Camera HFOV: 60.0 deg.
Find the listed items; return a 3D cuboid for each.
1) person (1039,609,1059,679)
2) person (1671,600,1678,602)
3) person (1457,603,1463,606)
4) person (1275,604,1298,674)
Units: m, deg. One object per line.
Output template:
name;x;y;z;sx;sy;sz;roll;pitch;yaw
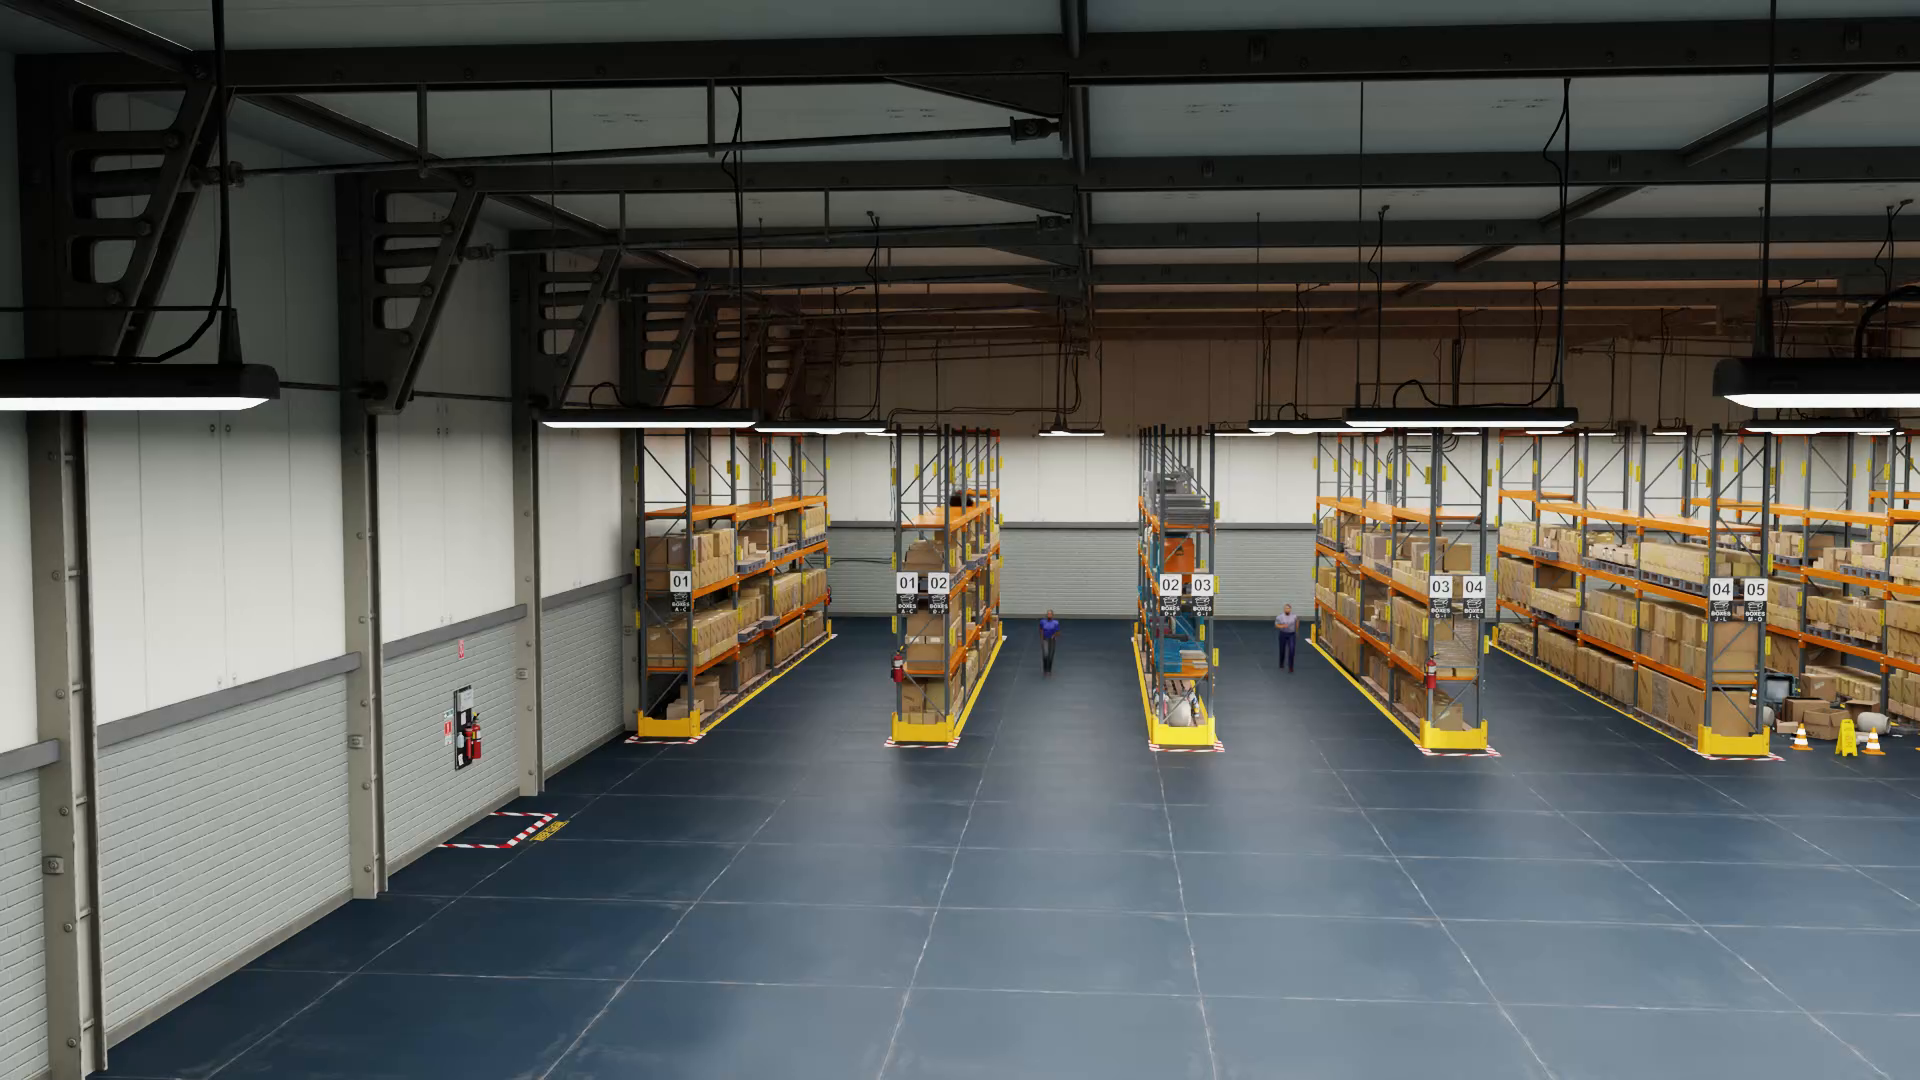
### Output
person;2.145;2.491;39.904;0.466;1.670;0.804;0;3;-6
person;20.498;1.998;47.129;0.687;1.709;0.641;1;4;11
person;13.747;2.069;45.917;0.673;1.726;0.631;1;4;13
person;8.025;2.408;40.829;0.600;1.695;0.851;0;3;4
